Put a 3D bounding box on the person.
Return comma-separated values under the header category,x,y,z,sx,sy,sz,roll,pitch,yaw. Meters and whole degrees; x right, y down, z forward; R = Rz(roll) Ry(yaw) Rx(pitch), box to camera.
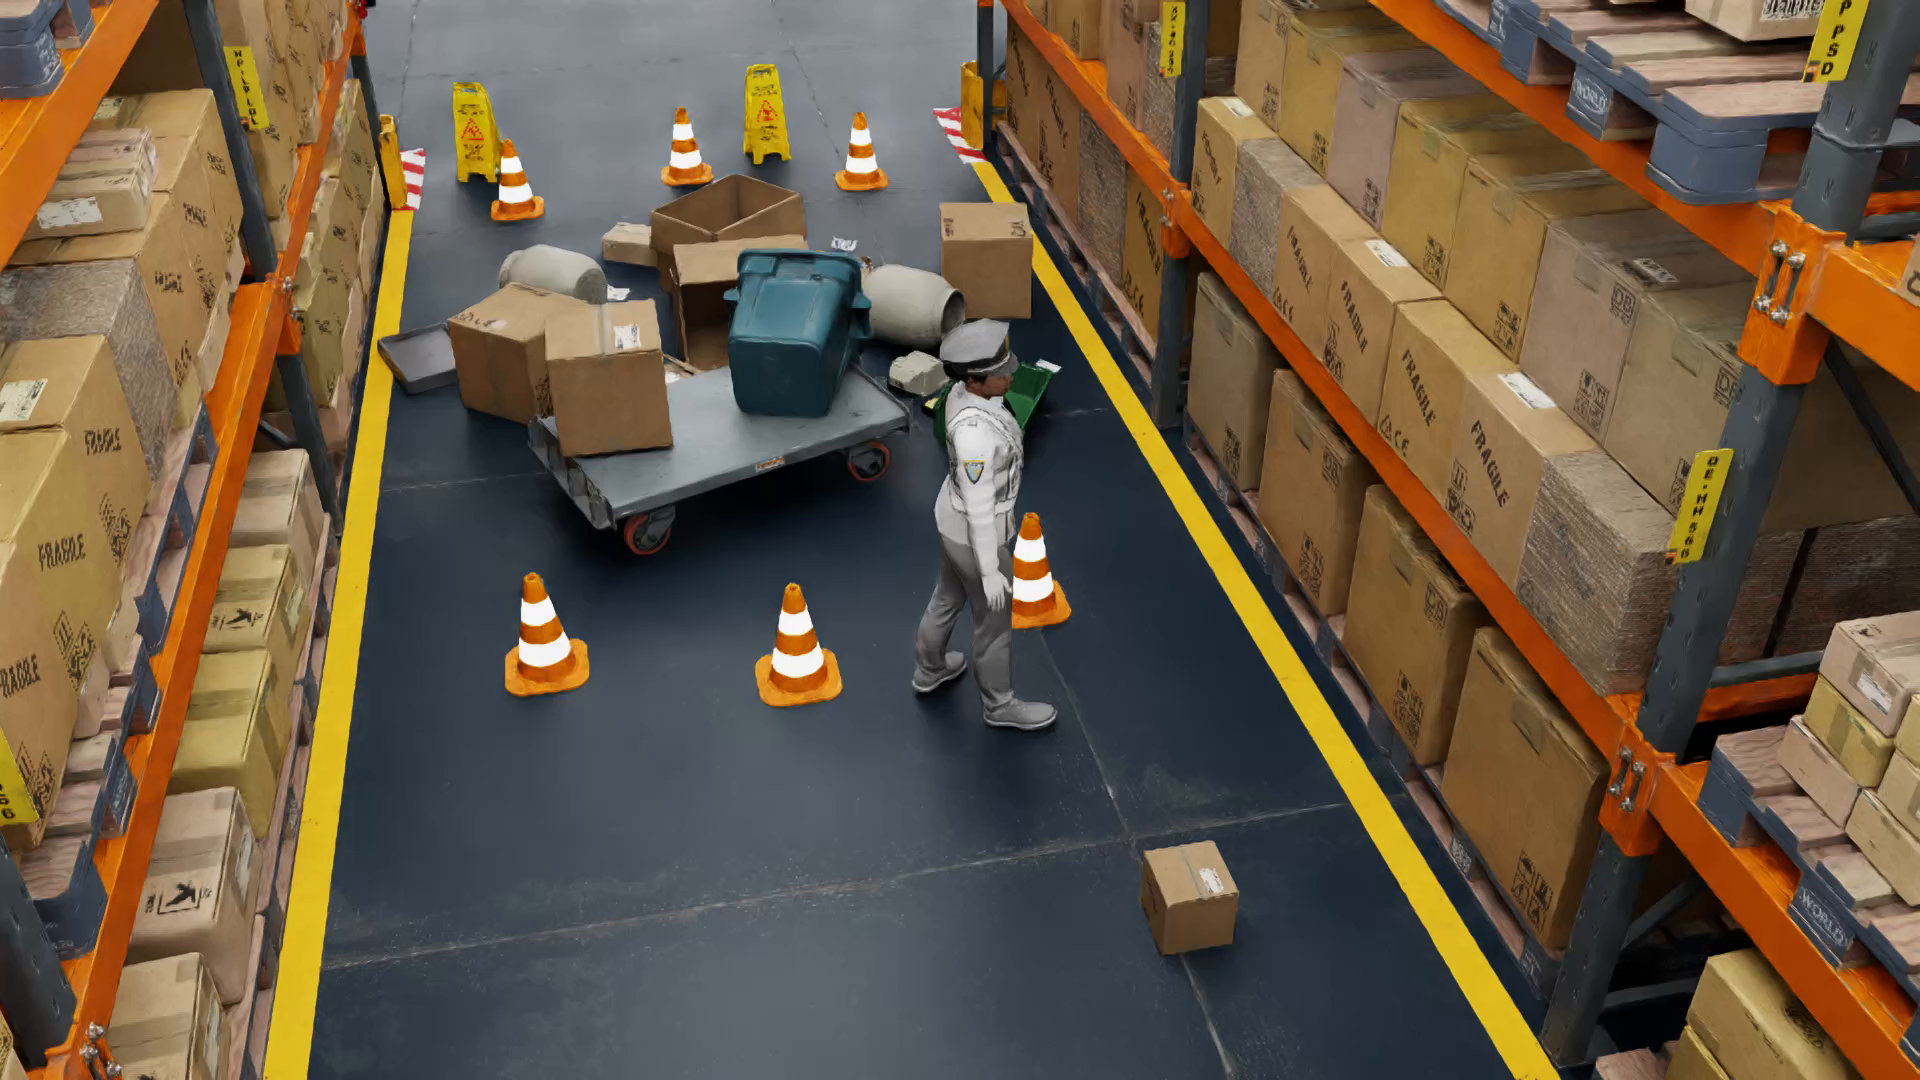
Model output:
category,x,y,z,sx,sy,sz,roll,pitch,yaw
person,0.097,-0.024,6.136,0.550,1.668,0.631,-3,35,-5
